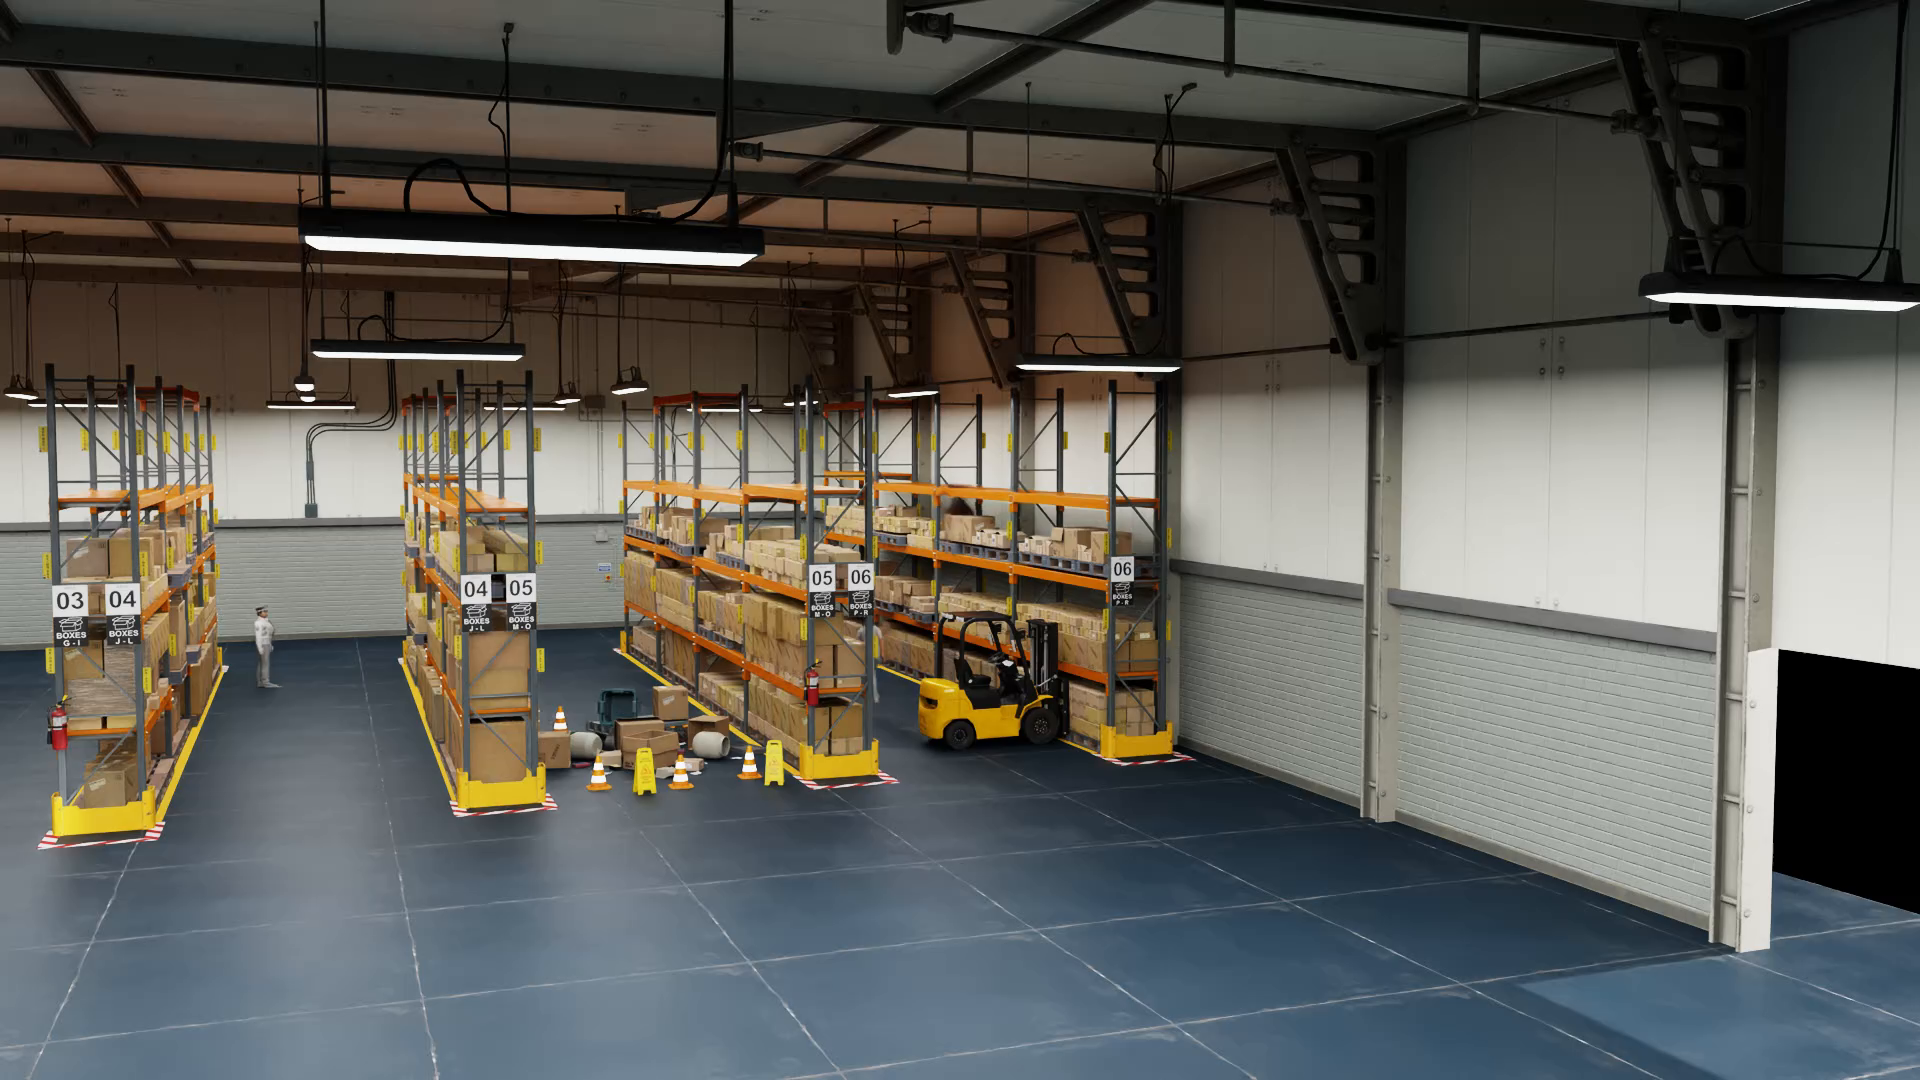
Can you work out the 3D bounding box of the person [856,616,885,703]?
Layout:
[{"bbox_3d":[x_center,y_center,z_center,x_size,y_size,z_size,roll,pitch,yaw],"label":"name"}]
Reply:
[{"bbox_3d":[-1.655,2.159,30.354,0.462,1.687,0.756,-1,4,-23],"label":"person"}]

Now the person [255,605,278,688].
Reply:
[{"bbox_3d":[-14.223,2.169,34.093,0.416,1.688,0.498,-1,4,-18],"label":"person"}]

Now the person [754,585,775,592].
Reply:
[{"bbox_3d":[-4.969,1.648,42.483,0.627,1.785,0.455,1,3,13],"label":"person"}]
